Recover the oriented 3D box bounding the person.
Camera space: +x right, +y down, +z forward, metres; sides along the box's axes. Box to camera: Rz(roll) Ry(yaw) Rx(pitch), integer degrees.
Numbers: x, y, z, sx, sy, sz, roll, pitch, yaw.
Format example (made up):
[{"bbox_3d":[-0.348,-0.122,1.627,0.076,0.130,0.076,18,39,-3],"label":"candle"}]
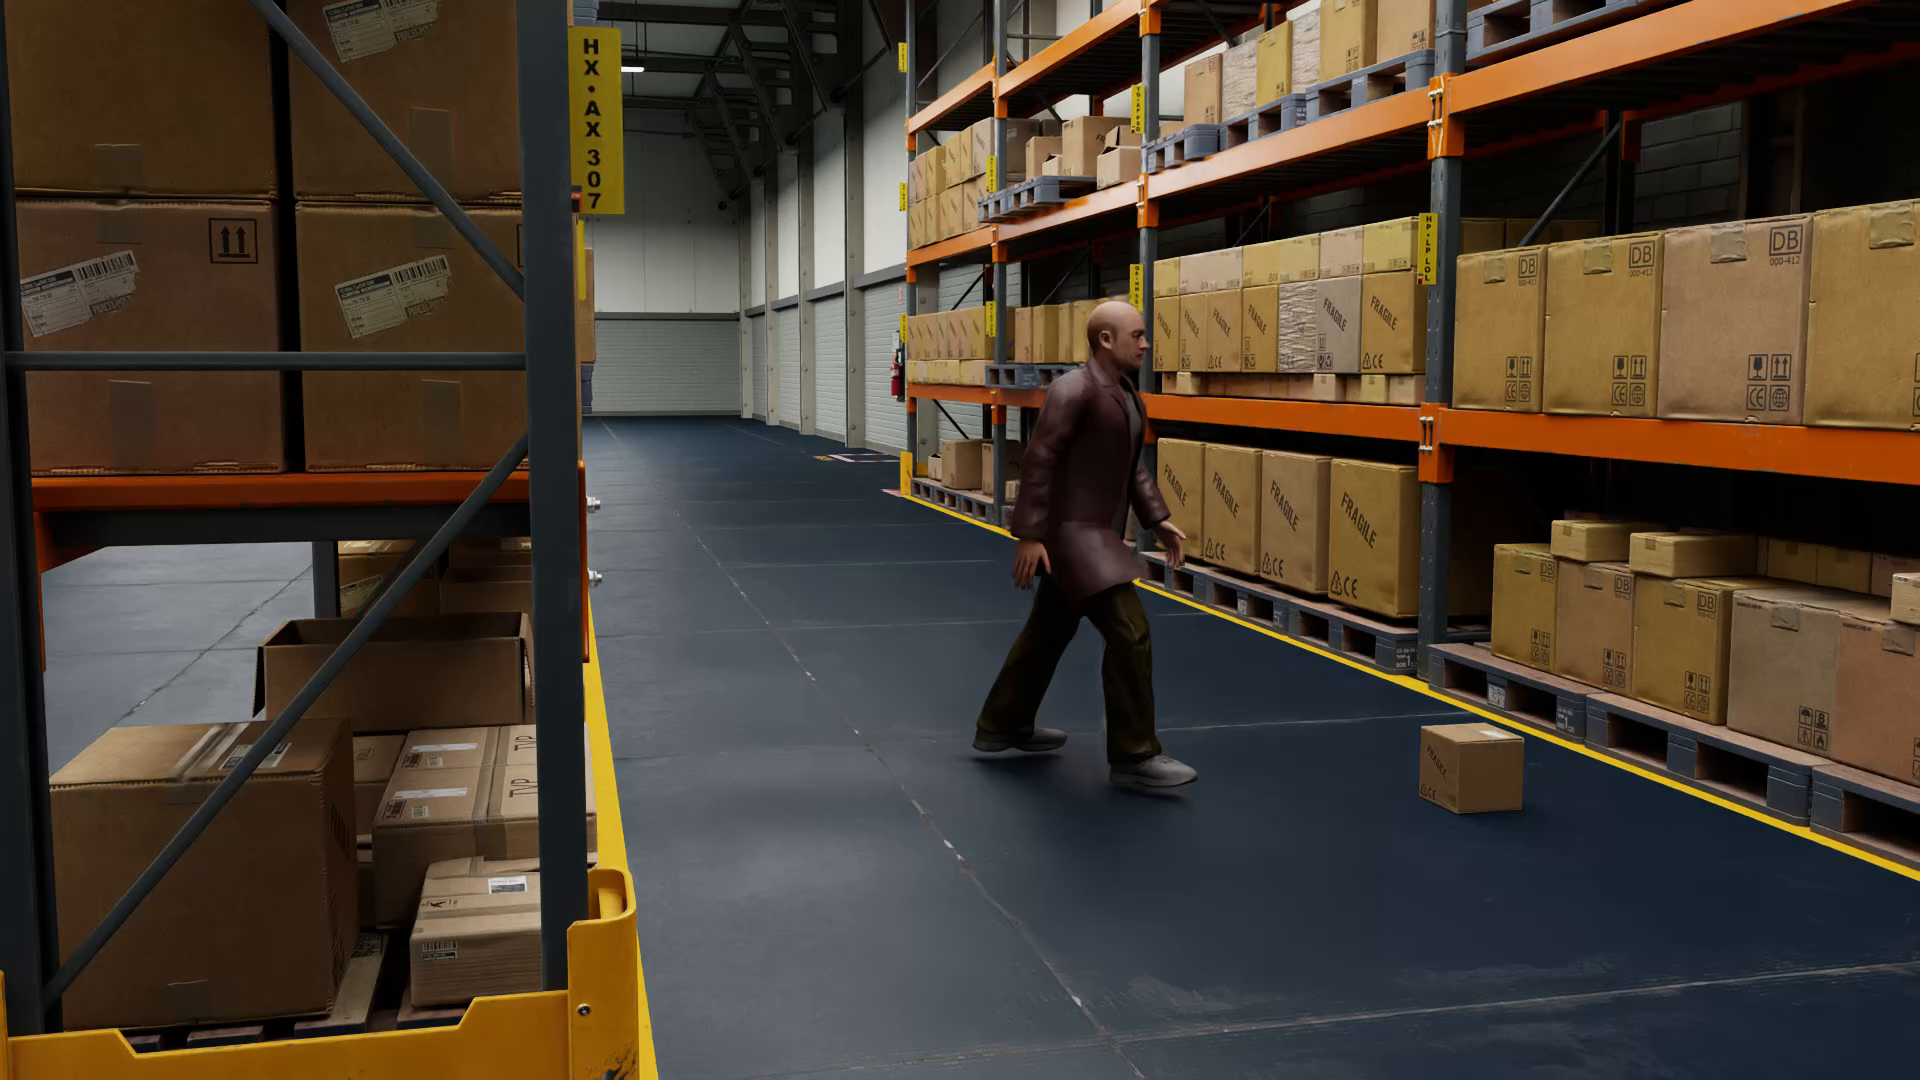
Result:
[{"bbox_3d":[0.467,-0.007,6.057,0.960,1.711,0.695,2,6,22],"label":"person"}]
